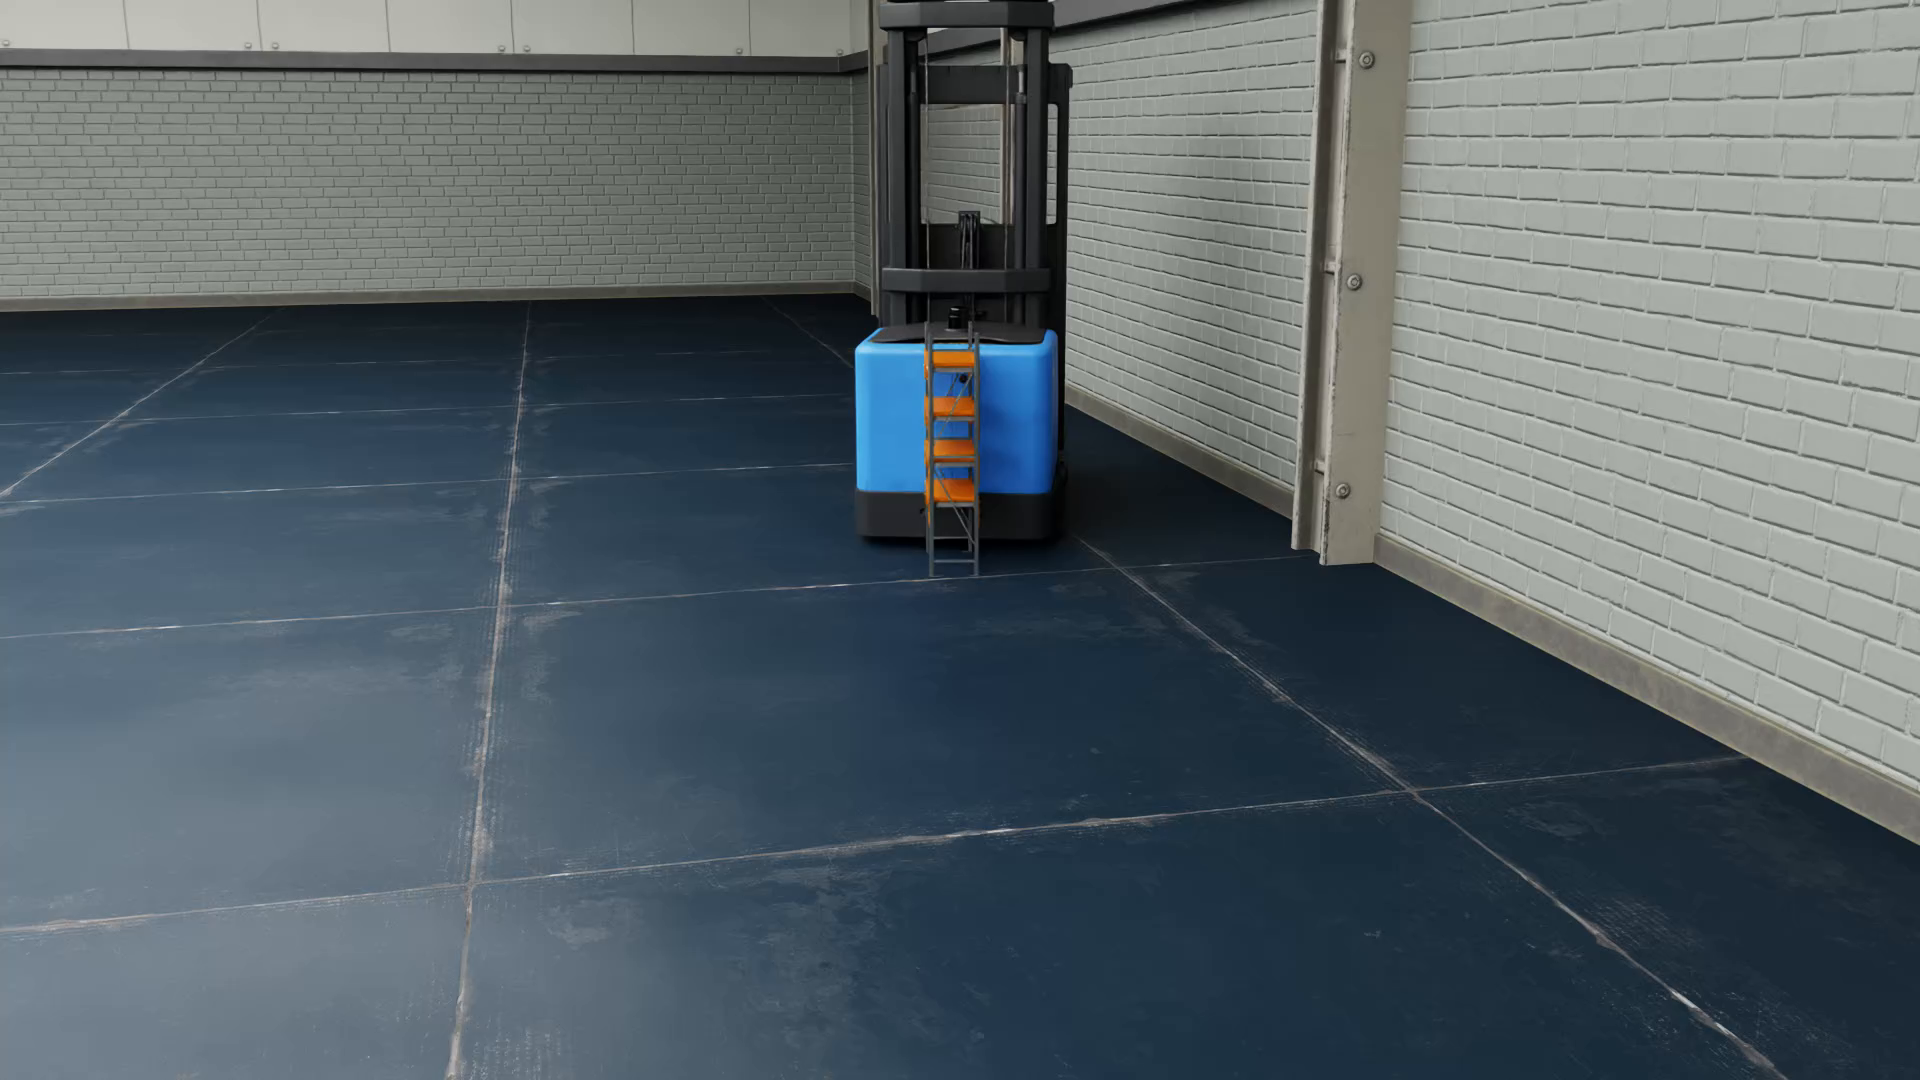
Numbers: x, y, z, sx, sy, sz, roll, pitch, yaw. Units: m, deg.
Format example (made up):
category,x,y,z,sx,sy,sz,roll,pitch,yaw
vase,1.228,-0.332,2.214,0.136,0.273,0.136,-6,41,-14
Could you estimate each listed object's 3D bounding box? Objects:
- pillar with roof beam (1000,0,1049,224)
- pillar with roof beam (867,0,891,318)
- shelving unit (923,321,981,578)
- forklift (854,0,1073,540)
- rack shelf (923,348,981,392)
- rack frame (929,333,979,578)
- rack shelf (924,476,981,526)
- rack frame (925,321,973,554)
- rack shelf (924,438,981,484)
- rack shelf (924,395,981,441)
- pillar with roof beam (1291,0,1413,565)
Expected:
category,x,y,z,sx,sy,sz,roll,pitch,yaw
pillar with roof beam,-3.653,-5.441,12.238,9.100,9.000,0.400,-3,14,-13
pillar with roof beam,-5.062,-6.825,17.904,9.100,9.000,0.400,-3,14,-13
shelving unit,-0.042,-0.457,8.269,0.258,1.200,0.503,-1,14,-3
forklift,0.093,-1.721,9.796,1.130,2.935,3.031,1,14,5
rack shelf,-0.042,-0.839,8.176,0.258,0.148,0.480,-1,14,-3
rack frame,-0.029,-0.399,8.032,0.240,1.200,0.015,-1,14,-3
rack shelf,-0.042,-0.199,8.332,0.258,0.148,0.480,-1,14,-3
rack frame,-0.056,-0.515,8.506,0.240,1.200,0.015,-1,14,-3
rack shelf,-0.042,-0.392,8.285,0.258,0.148,0.480,-1,14,-3
rack shelf,-0.042,-0.609,8.232,0.258,0.148,0.480,-1,14,-3
pillar with roof beam,-2.243,-4.057,6.572,9.100,9.000,0.400,-3,14,-13
